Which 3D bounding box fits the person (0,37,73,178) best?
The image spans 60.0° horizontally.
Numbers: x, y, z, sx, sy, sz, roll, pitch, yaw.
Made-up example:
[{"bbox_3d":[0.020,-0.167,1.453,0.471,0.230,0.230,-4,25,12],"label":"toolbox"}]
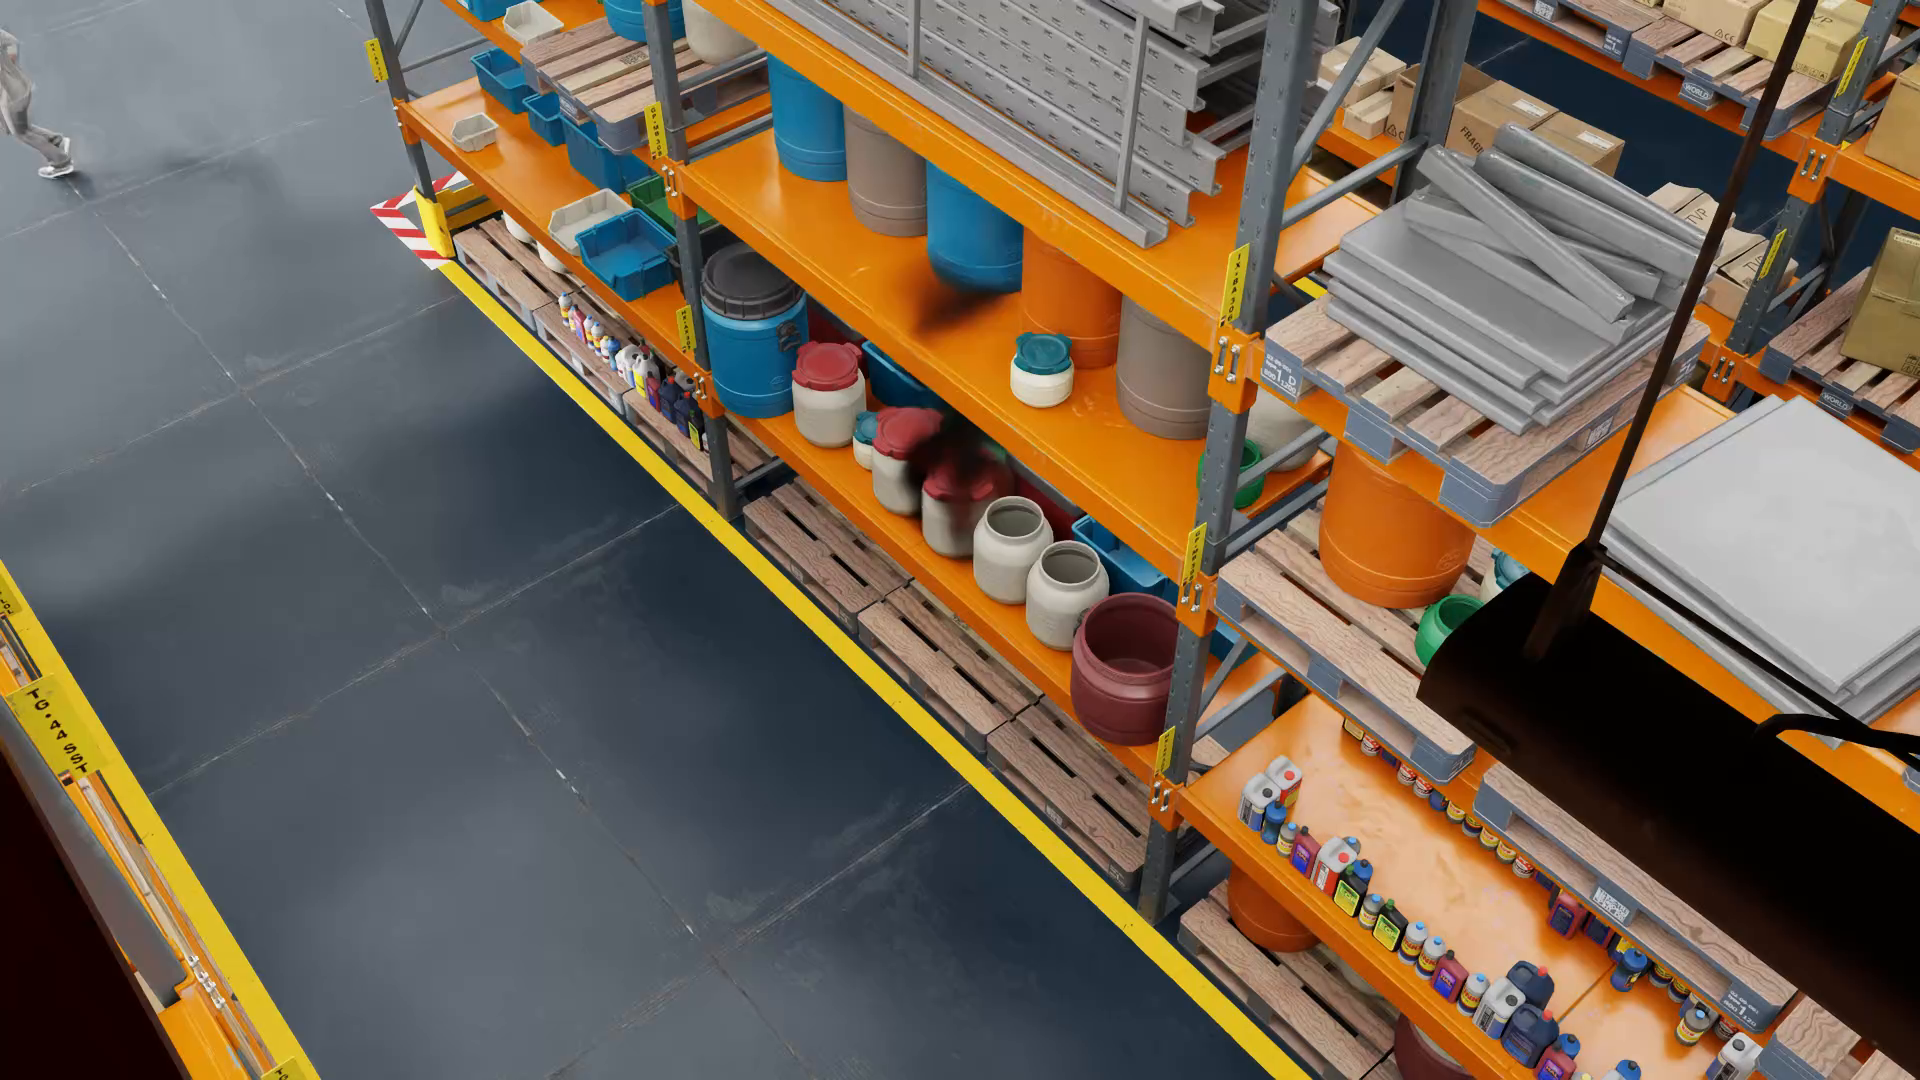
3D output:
[{"bbox_3d":[-7.580,-3.498,13.386,0.477,1.330,0.345,-10,47,-9],"label":"person"}]
